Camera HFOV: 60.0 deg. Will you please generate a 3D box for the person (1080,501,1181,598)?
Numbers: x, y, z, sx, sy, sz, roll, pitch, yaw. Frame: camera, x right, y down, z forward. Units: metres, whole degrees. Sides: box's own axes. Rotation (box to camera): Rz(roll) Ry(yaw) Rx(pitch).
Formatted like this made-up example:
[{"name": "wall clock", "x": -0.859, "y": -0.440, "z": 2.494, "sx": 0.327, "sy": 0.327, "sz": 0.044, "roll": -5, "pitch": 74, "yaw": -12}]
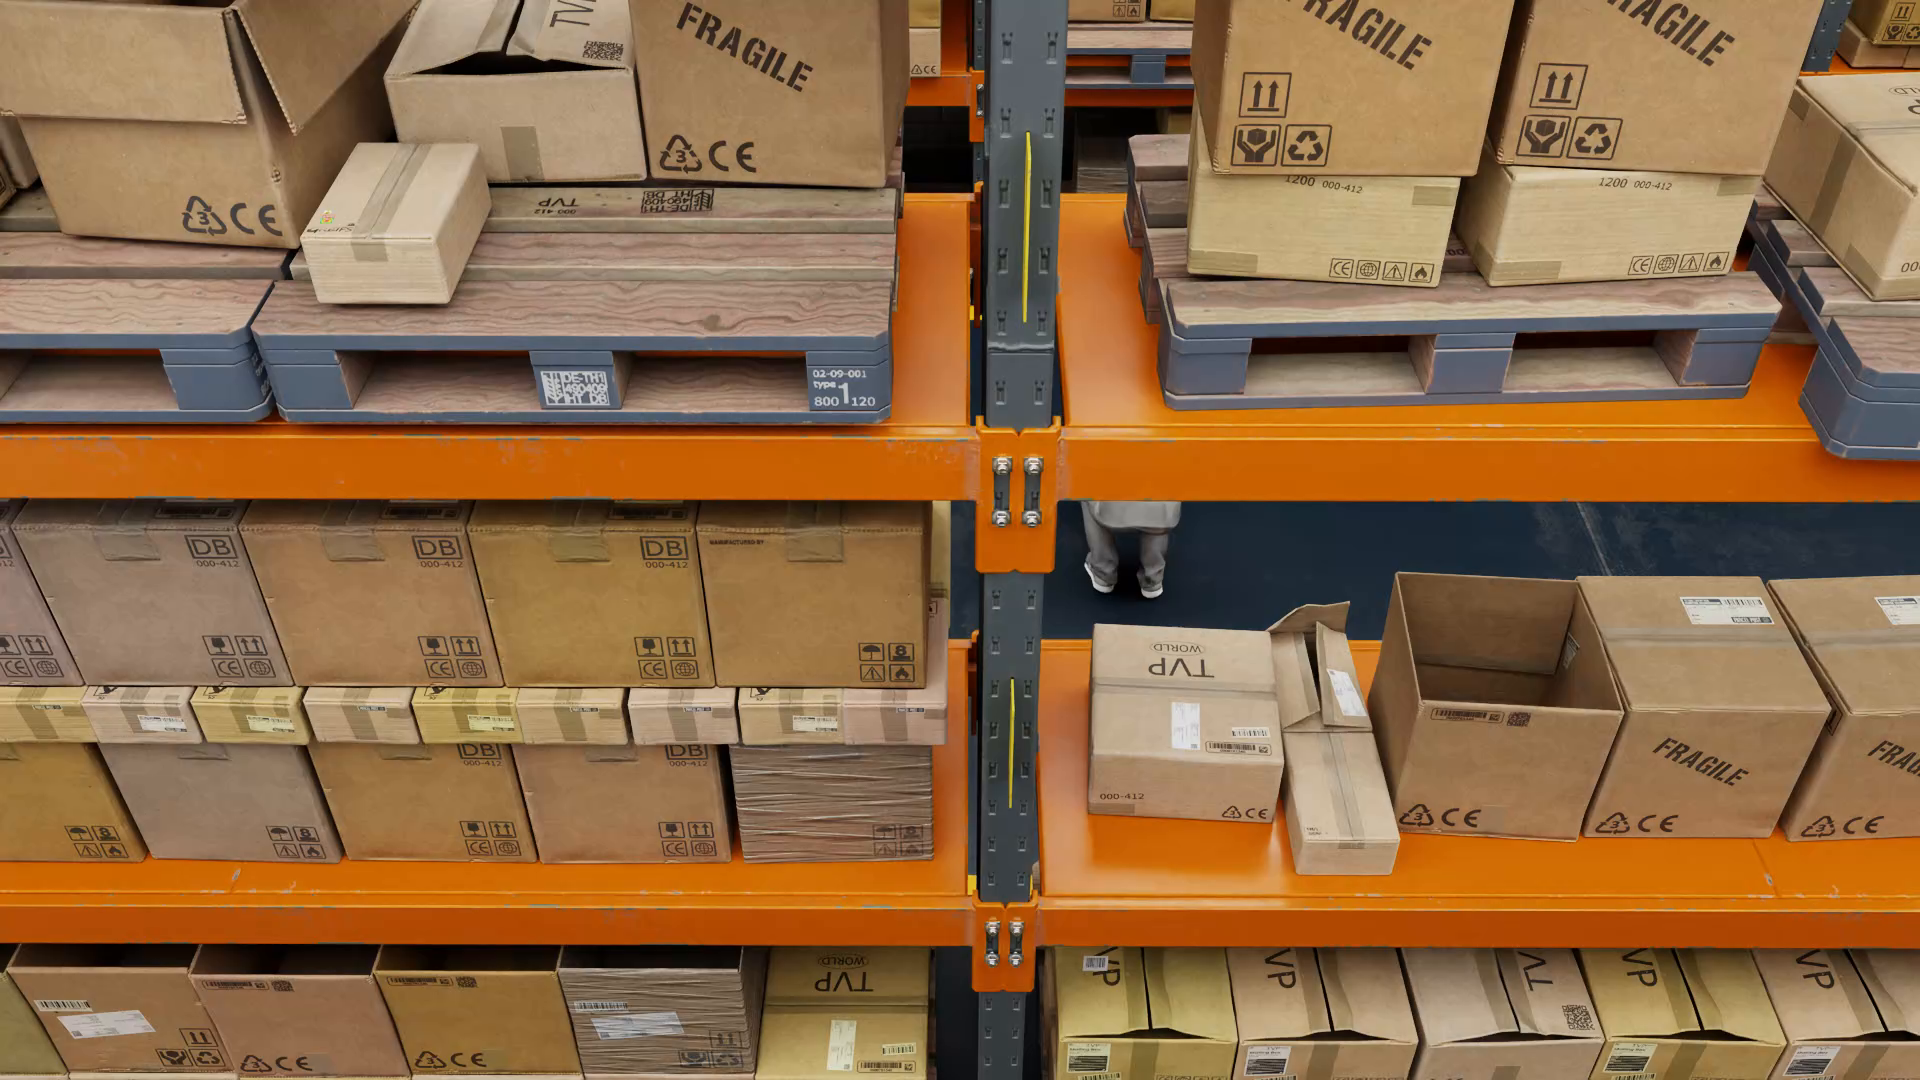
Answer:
[{"name": "person", "x": 0.708, "y": -0.243, "z": 6.987, "sx": 0.420, "sy": 0.913, "sz": 0.814, "roll": -1, "pitch": 40, "yaw": -1}]
